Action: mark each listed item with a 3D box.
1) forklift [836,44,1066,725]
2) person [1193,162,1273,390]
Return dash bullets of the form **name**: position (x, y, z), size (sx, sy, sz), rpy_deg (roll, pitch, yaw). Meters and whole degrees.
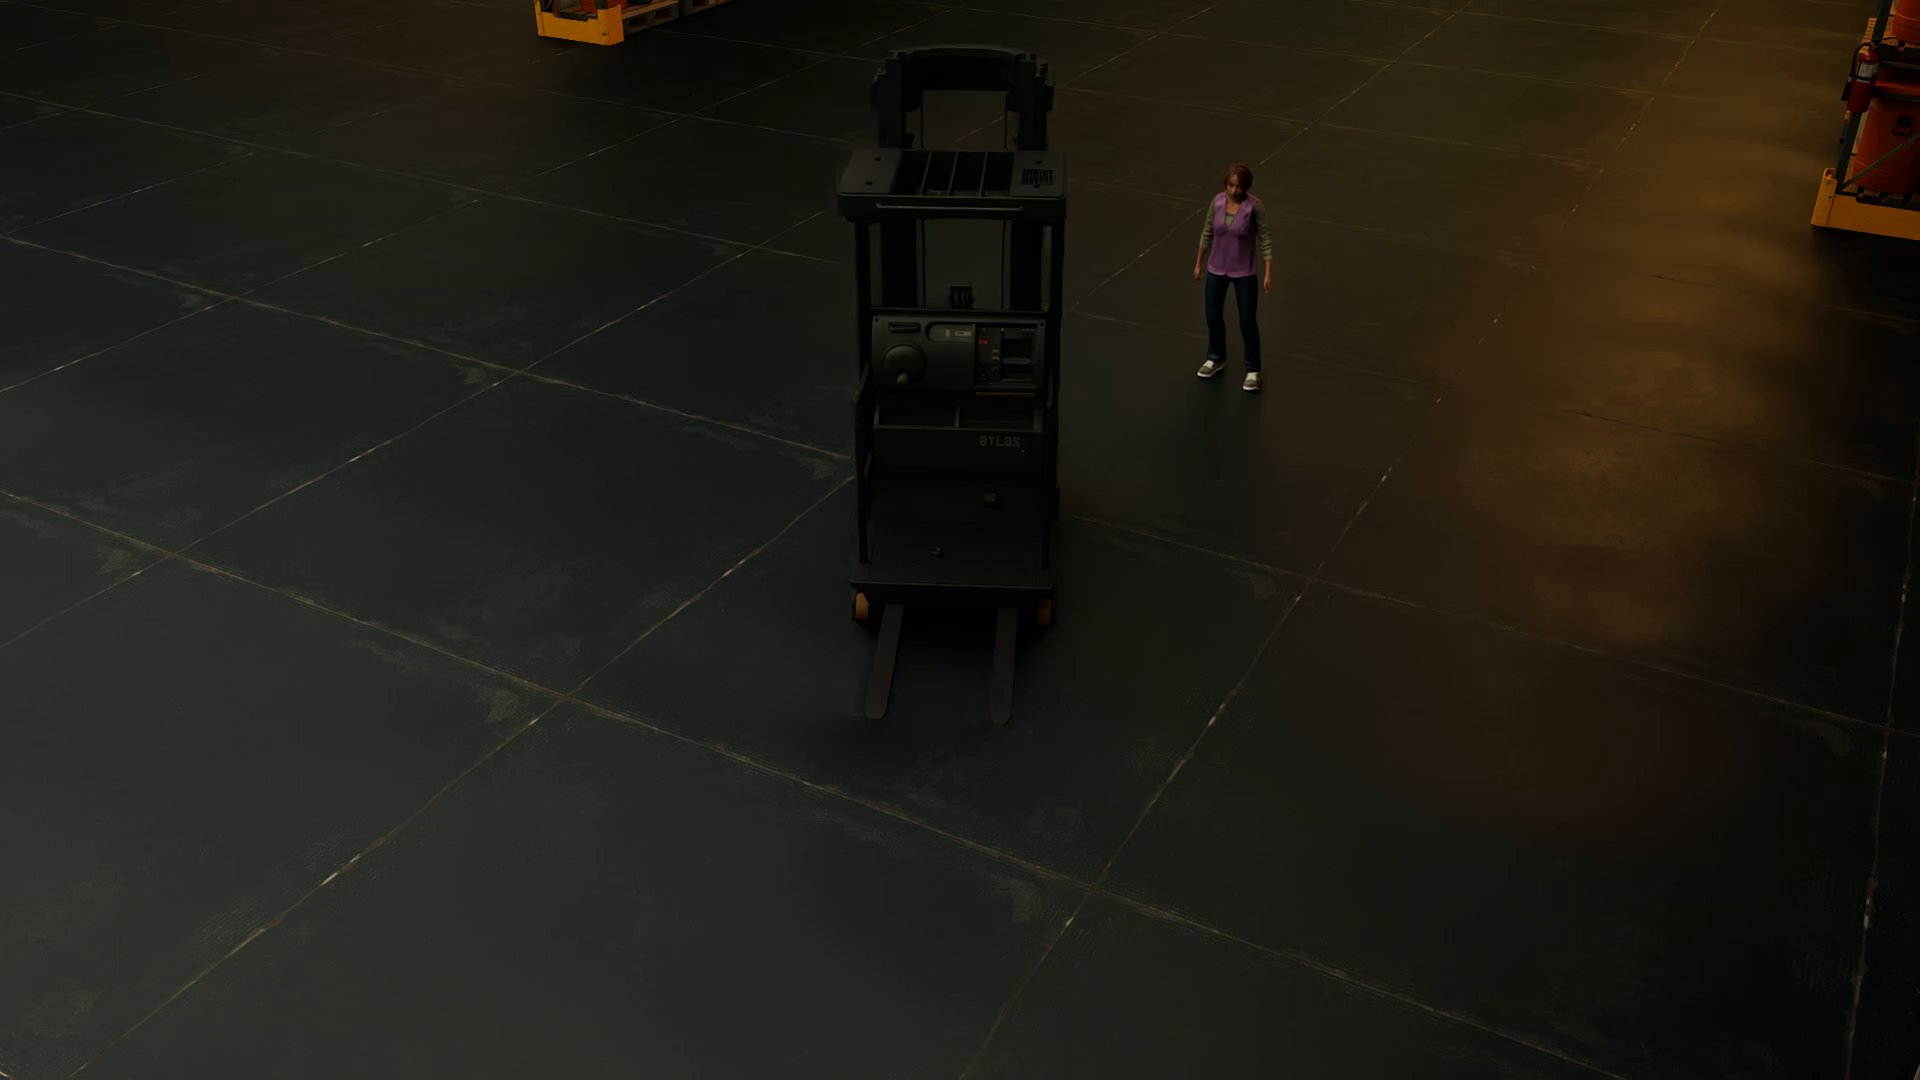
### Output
- **forklift**: position (-0.018, -0.955, 8.725), size (1.130, 2.935, 3.031), rpy_deg (2, 30, 3)
- **person**: position (1.908, -1.864, 11.650), size (0.595, 1.583, 0.362), rpy_deg (14, 33, 22)
